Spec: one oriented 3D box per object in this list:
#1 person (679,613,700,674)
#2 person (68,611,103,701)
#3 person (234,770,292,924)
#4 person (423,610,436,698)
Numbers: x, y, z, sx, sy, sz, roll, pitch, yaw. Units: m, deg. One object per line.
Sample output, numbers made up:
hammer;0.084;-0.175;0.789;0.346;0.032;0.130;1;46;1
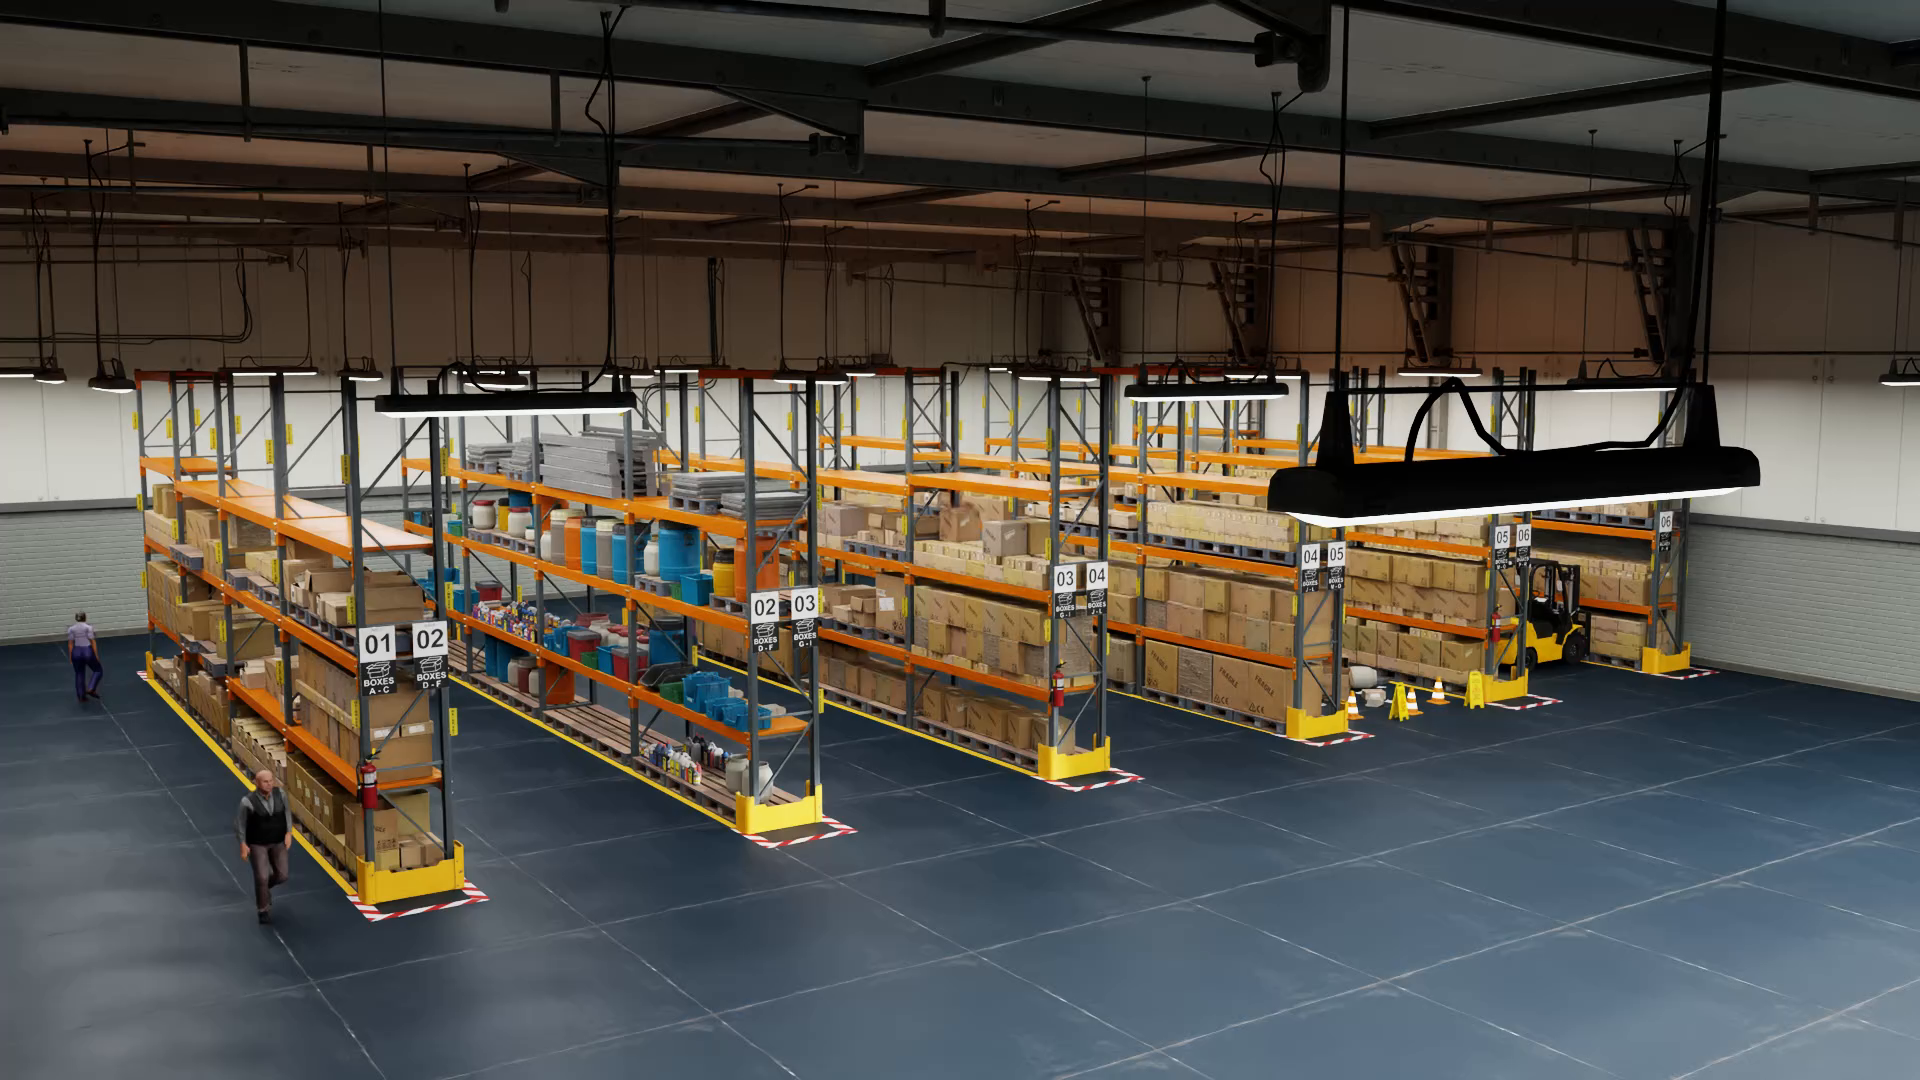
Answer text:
person;-5.343;1.880;32.595;0.441;1.531;0.994;-4;8;-34
person;-15.912;2.112;30.189;0.520;1.648;0.468;0;6;-4
person;-7.827;3.393;18.663;0.638;1.704;0.624;6;9;45
person;-9.714;2.083;30.310;0.642;1.682;0.737;-3;7;-24
